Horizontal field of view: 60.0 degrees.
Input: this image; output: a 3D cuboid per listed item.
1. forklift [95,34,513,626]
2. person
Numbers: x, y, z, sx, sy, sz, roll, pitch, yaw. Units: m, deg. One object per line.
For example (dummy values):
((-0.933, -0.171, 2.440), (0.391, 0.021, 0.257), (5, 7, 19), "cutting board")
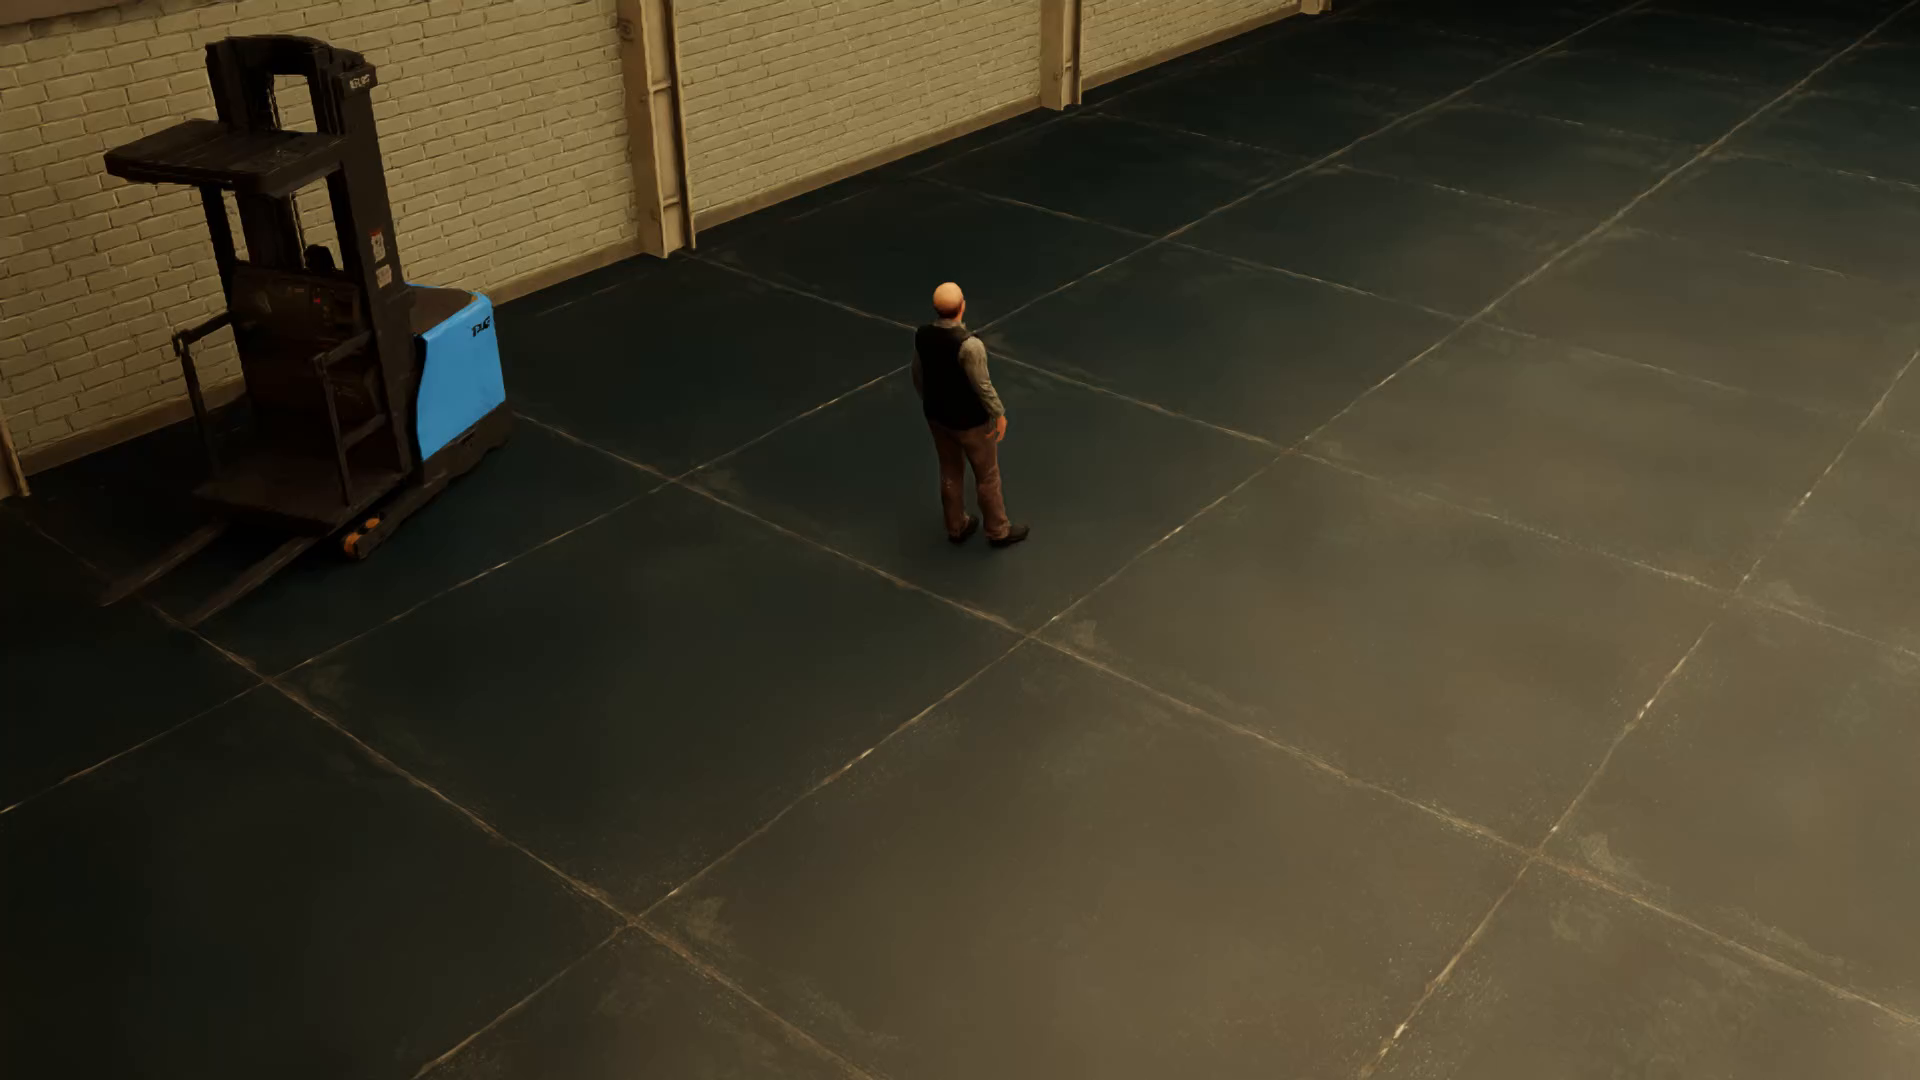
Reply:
((-4.104, -1.375, 9.947), (1.130, 2.935, 3.031), (10, 32, 16), "forklift")
((0.045, -0.771, 10.100), (0.632, 1.720, 0.567), (22, 37, 33), "person")
